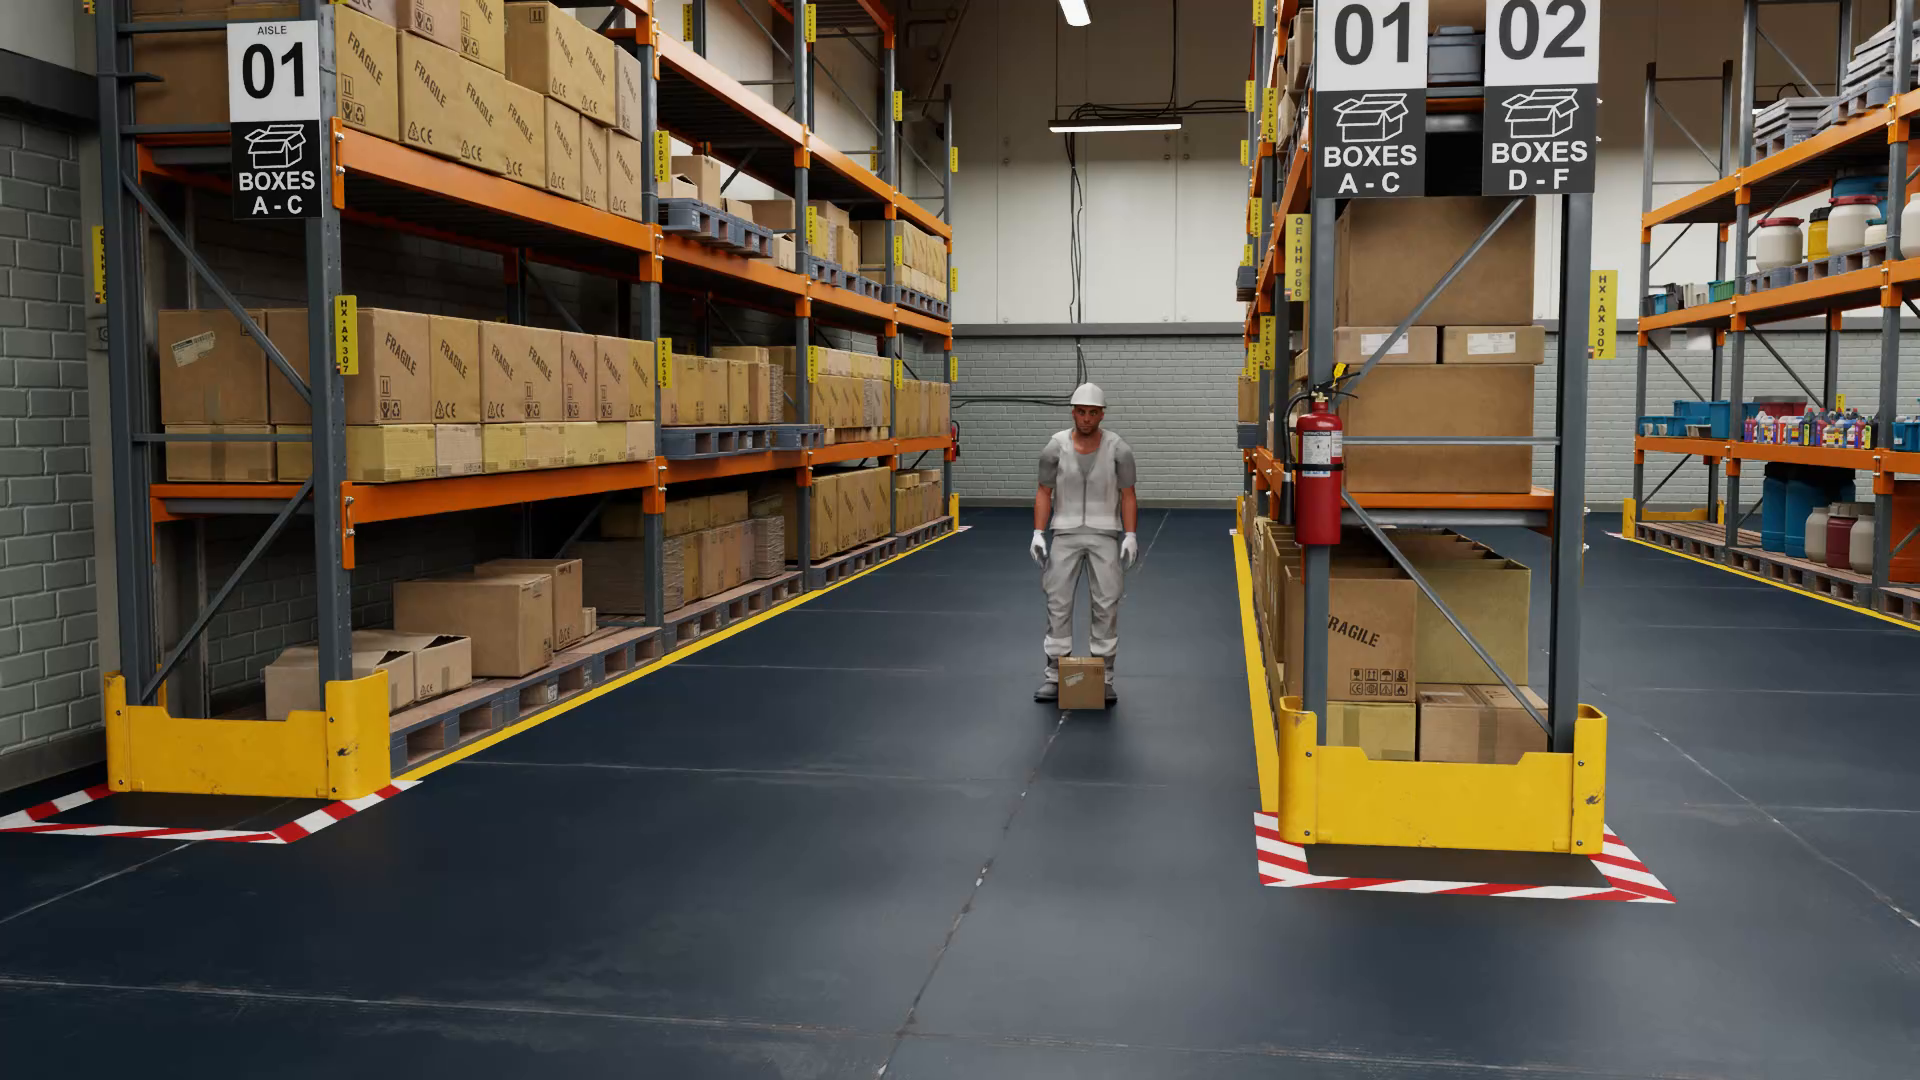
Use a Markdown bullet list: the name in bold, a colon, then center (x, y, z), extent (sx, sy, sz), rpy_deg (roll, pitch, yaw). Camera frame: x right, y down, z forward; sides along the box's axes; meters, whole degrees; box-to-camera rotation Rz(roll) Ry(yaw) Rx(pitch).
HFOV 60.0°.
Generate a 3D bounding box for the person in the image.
- **person**: center (0.699, 0.011, 9.336), extent (0.609, 1.779, 0.454), rpy_deg (1, 4, 8)
